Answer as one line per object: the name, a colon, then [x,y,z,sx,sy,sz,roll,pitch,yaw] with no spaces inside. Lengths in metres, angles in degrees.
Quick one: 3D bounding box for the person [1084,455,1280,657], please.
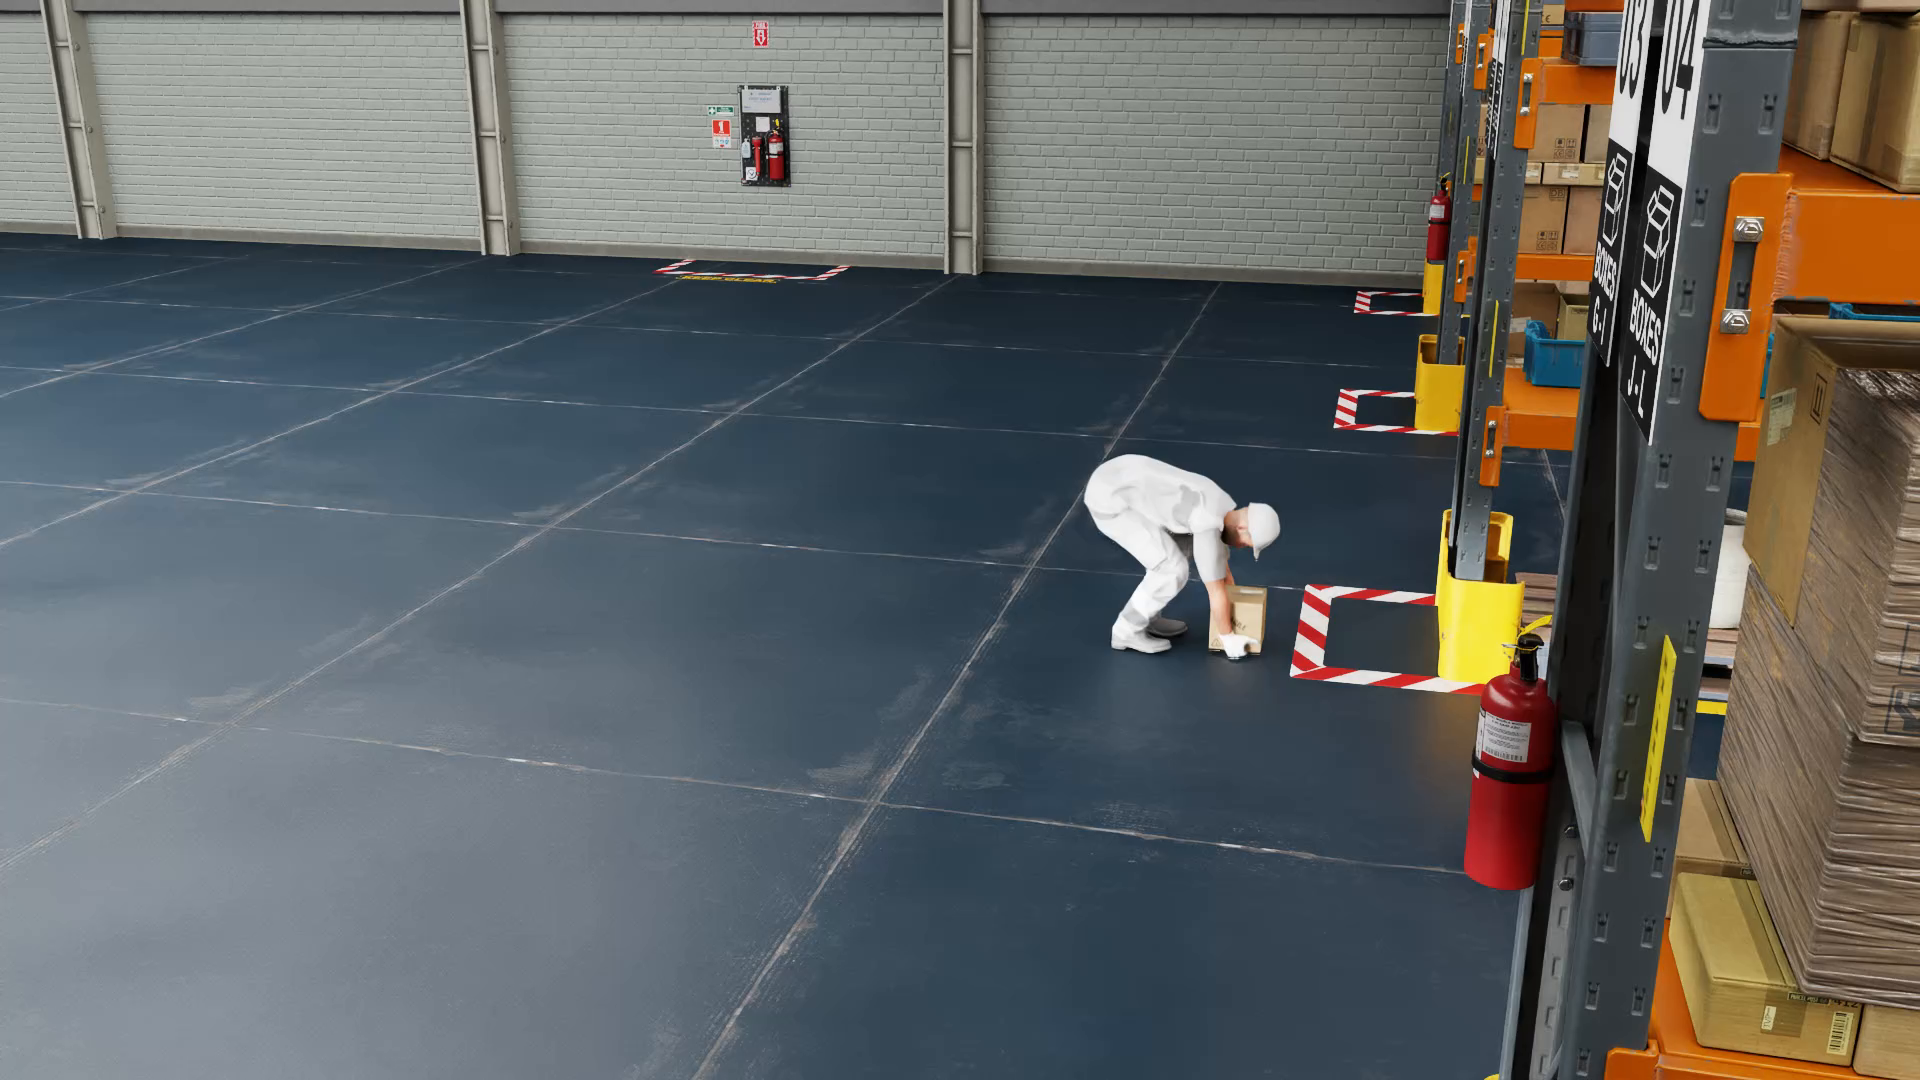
person: [1.081,0.065,8.176,0.949,0.941,0.525,4,18,11]
